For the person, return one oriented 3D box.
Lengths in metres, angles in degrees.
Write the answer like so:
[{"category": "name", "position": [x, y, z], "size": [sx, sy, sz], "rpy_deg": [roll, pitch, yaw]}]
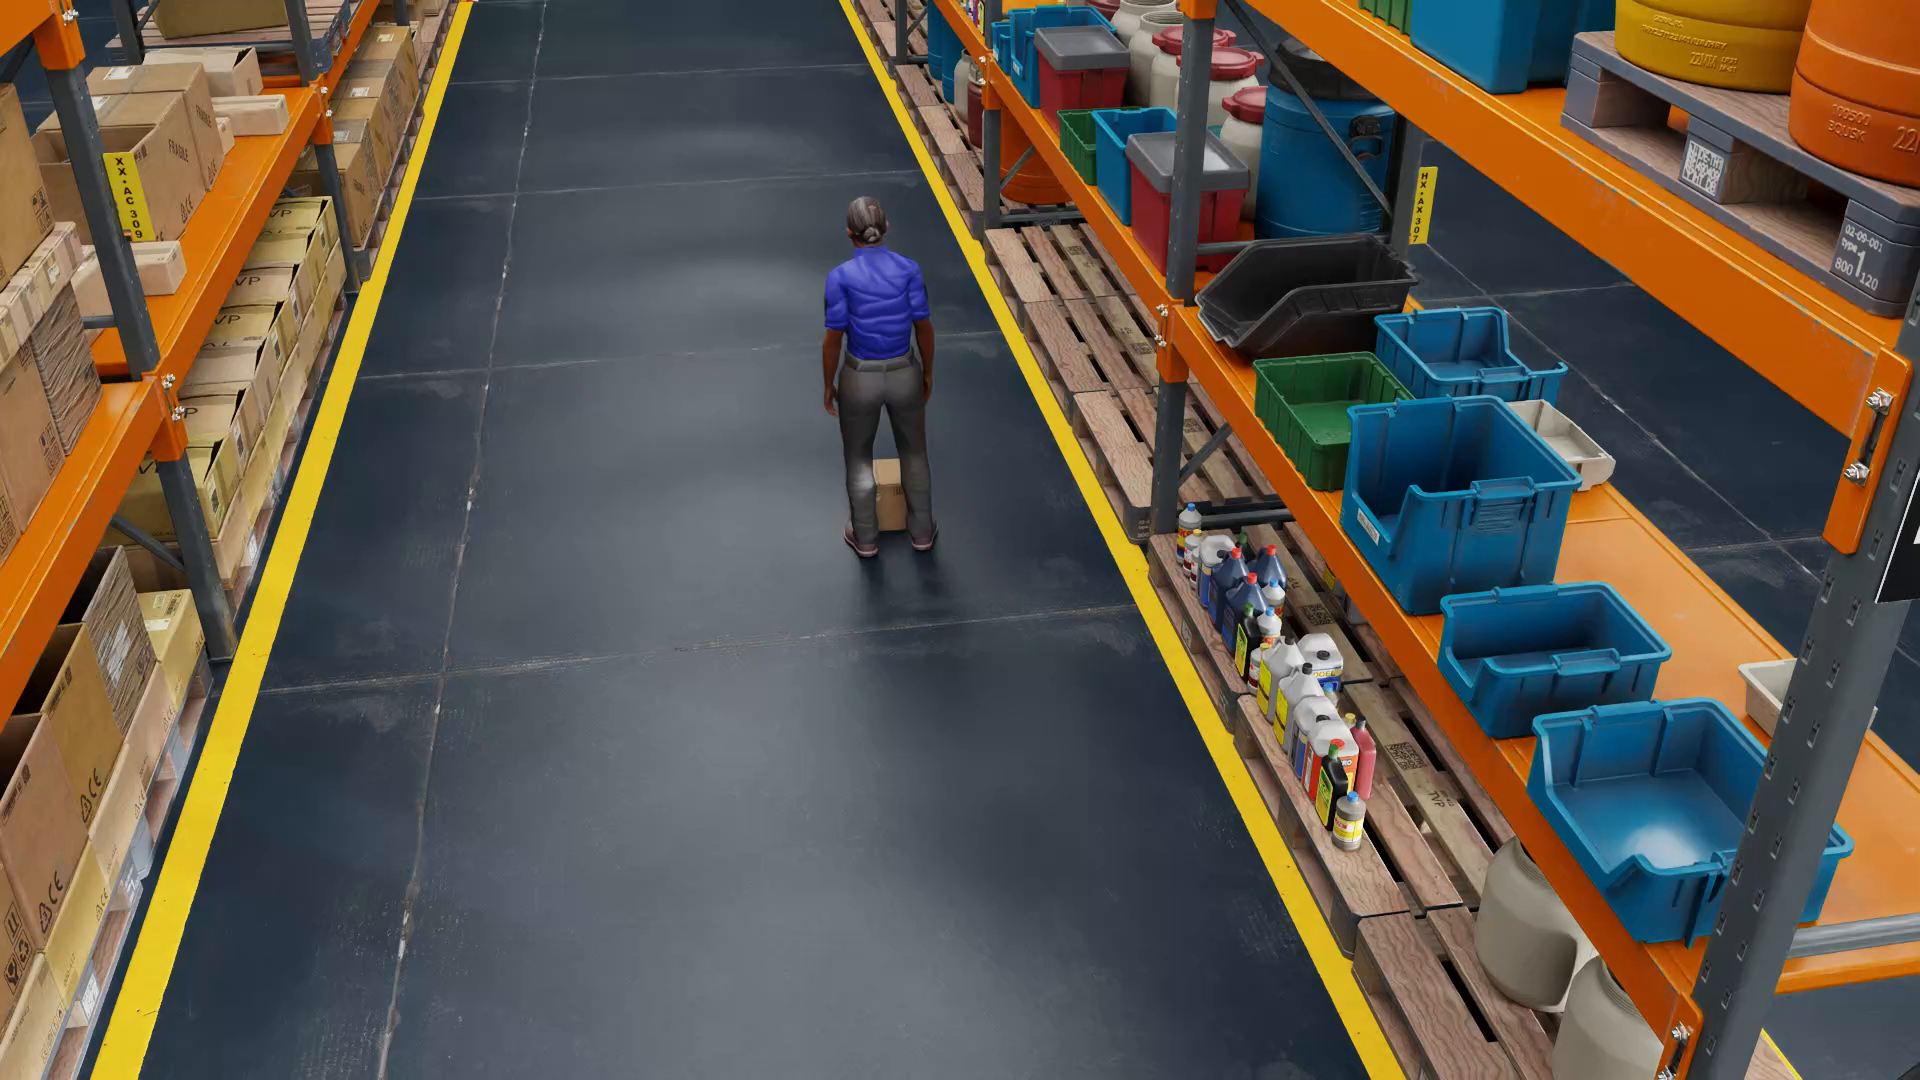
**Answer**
[{"category": "person", "position": [-0.344, -0.694, 7.300], "size": [0.530, 1.653, 0.352], "rpy_deg": [-7, 32, -12]}]
